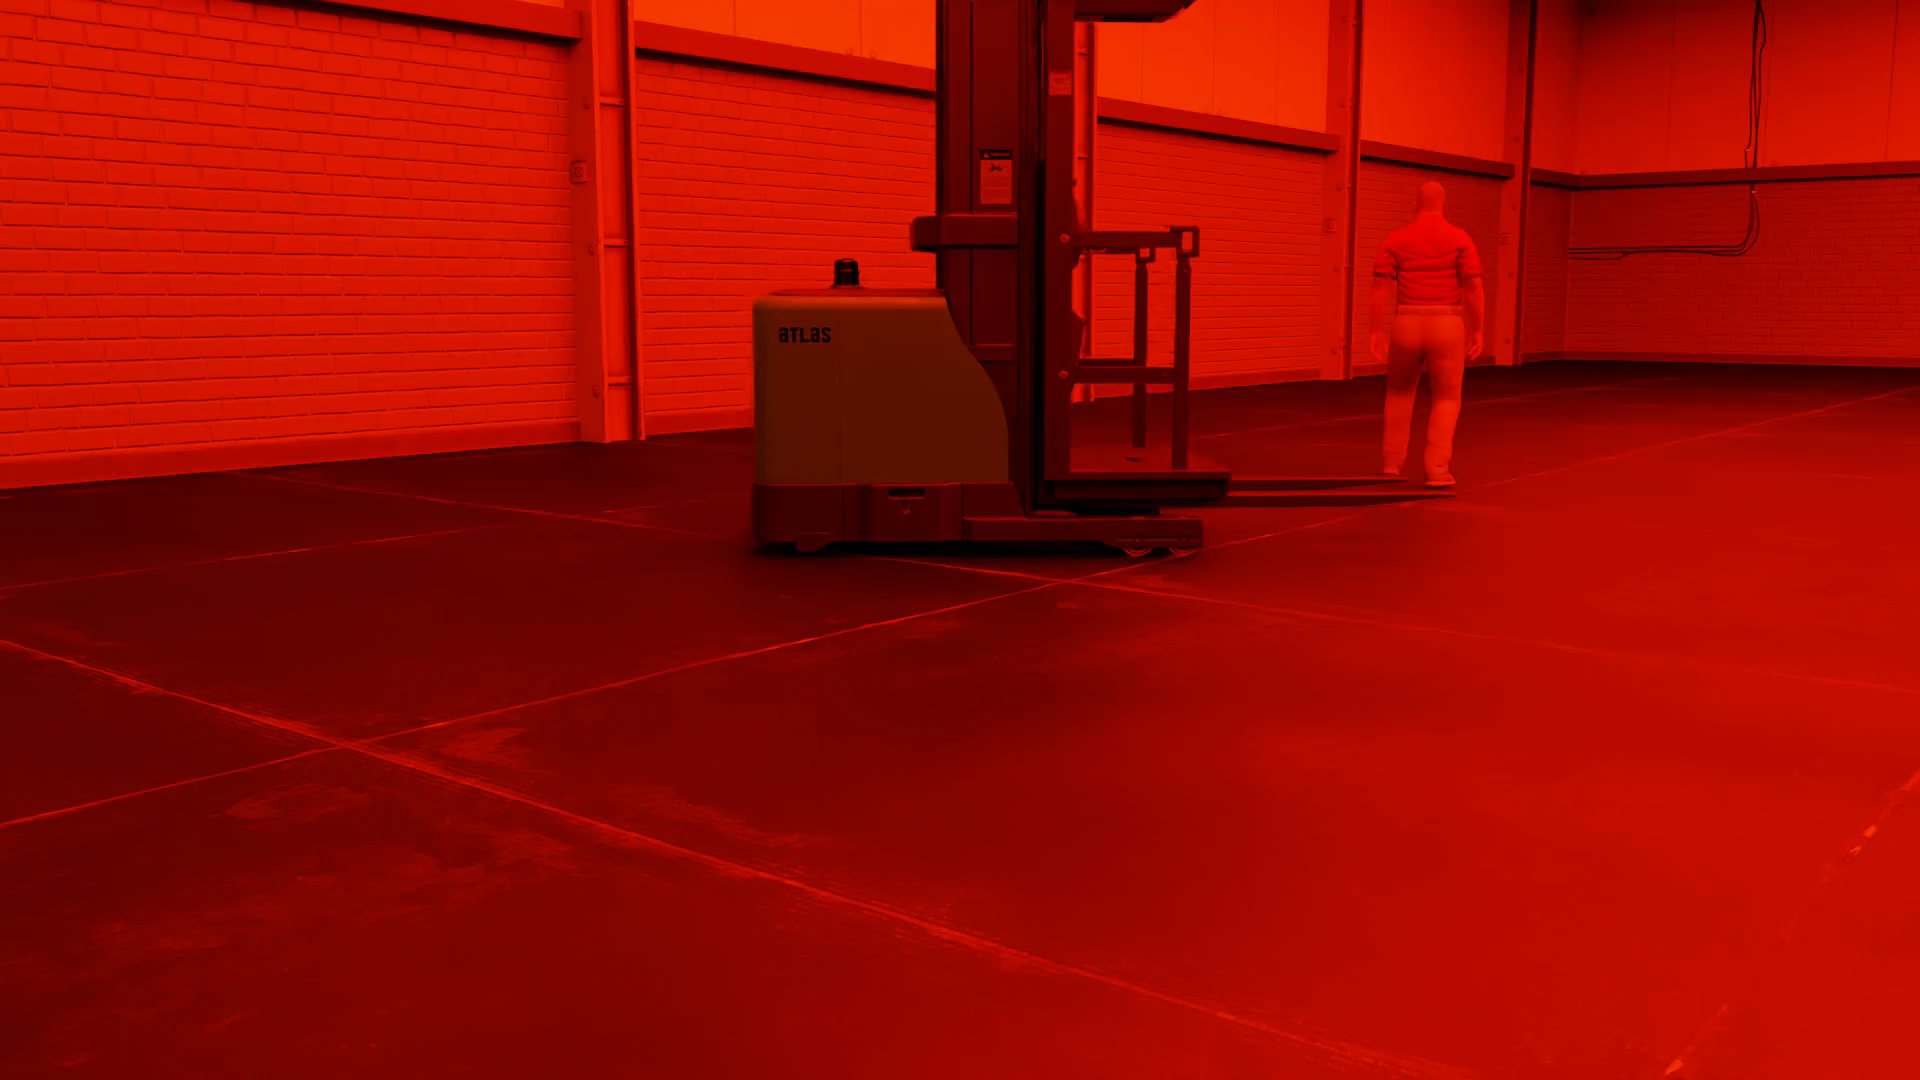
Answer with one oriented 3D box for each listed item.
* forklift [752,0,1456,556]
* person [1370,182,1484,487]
[{"bbox_3d":[0.619,-1.459,7.251,3.031,2.935,1.130,-1,8,-4],"label":"forklift"},{"bbox_3d":[2.689,-1.141,9.527,0.627,1.779,0.531,5,9,28],"label":"person"}]
